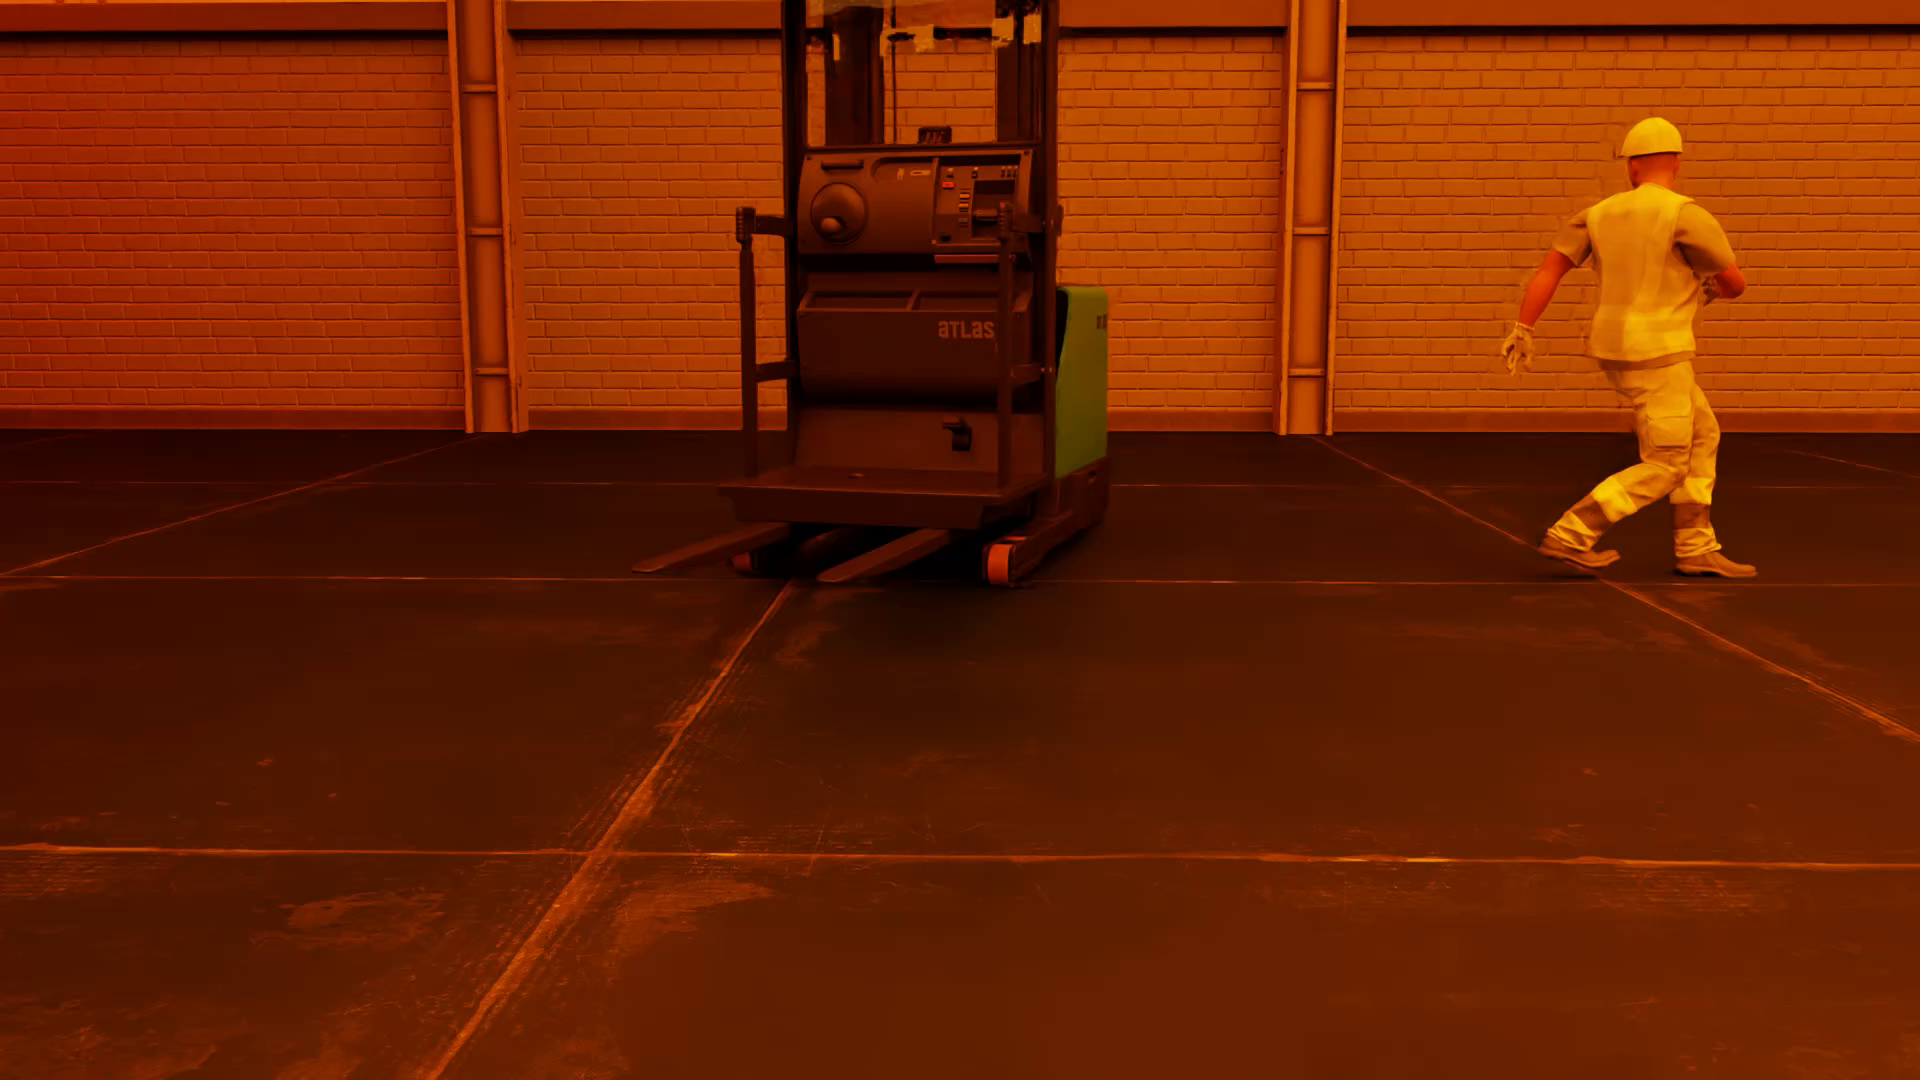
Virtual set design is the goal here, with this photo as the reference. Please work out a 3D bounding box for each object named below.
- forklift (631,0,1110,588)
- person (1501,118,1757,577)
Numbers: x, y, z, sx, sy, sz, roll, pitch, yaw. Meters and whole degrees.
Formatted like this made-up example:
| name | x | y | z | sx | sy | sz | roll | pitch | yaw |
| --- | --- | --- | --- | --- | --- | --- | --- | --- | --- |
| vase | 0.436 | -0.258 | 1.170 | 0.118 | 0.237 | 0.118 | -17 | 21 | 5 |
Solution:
| name | x | y | z | sx | sy | sz | roll | pitch | yaw |
| --- | --- | --- | --- | --- | --- | --- | --- | --- | --- |
| forklift | -0.237 | -1.340 | 6.193 | 1.130 | 2.935 | 3.031 | 3 | 9 | 17 |
| person | 2.540 | -0.693 | 6.157 | 0.933 | 1.698 | 0.569 | -1 | 9 | -9 |
